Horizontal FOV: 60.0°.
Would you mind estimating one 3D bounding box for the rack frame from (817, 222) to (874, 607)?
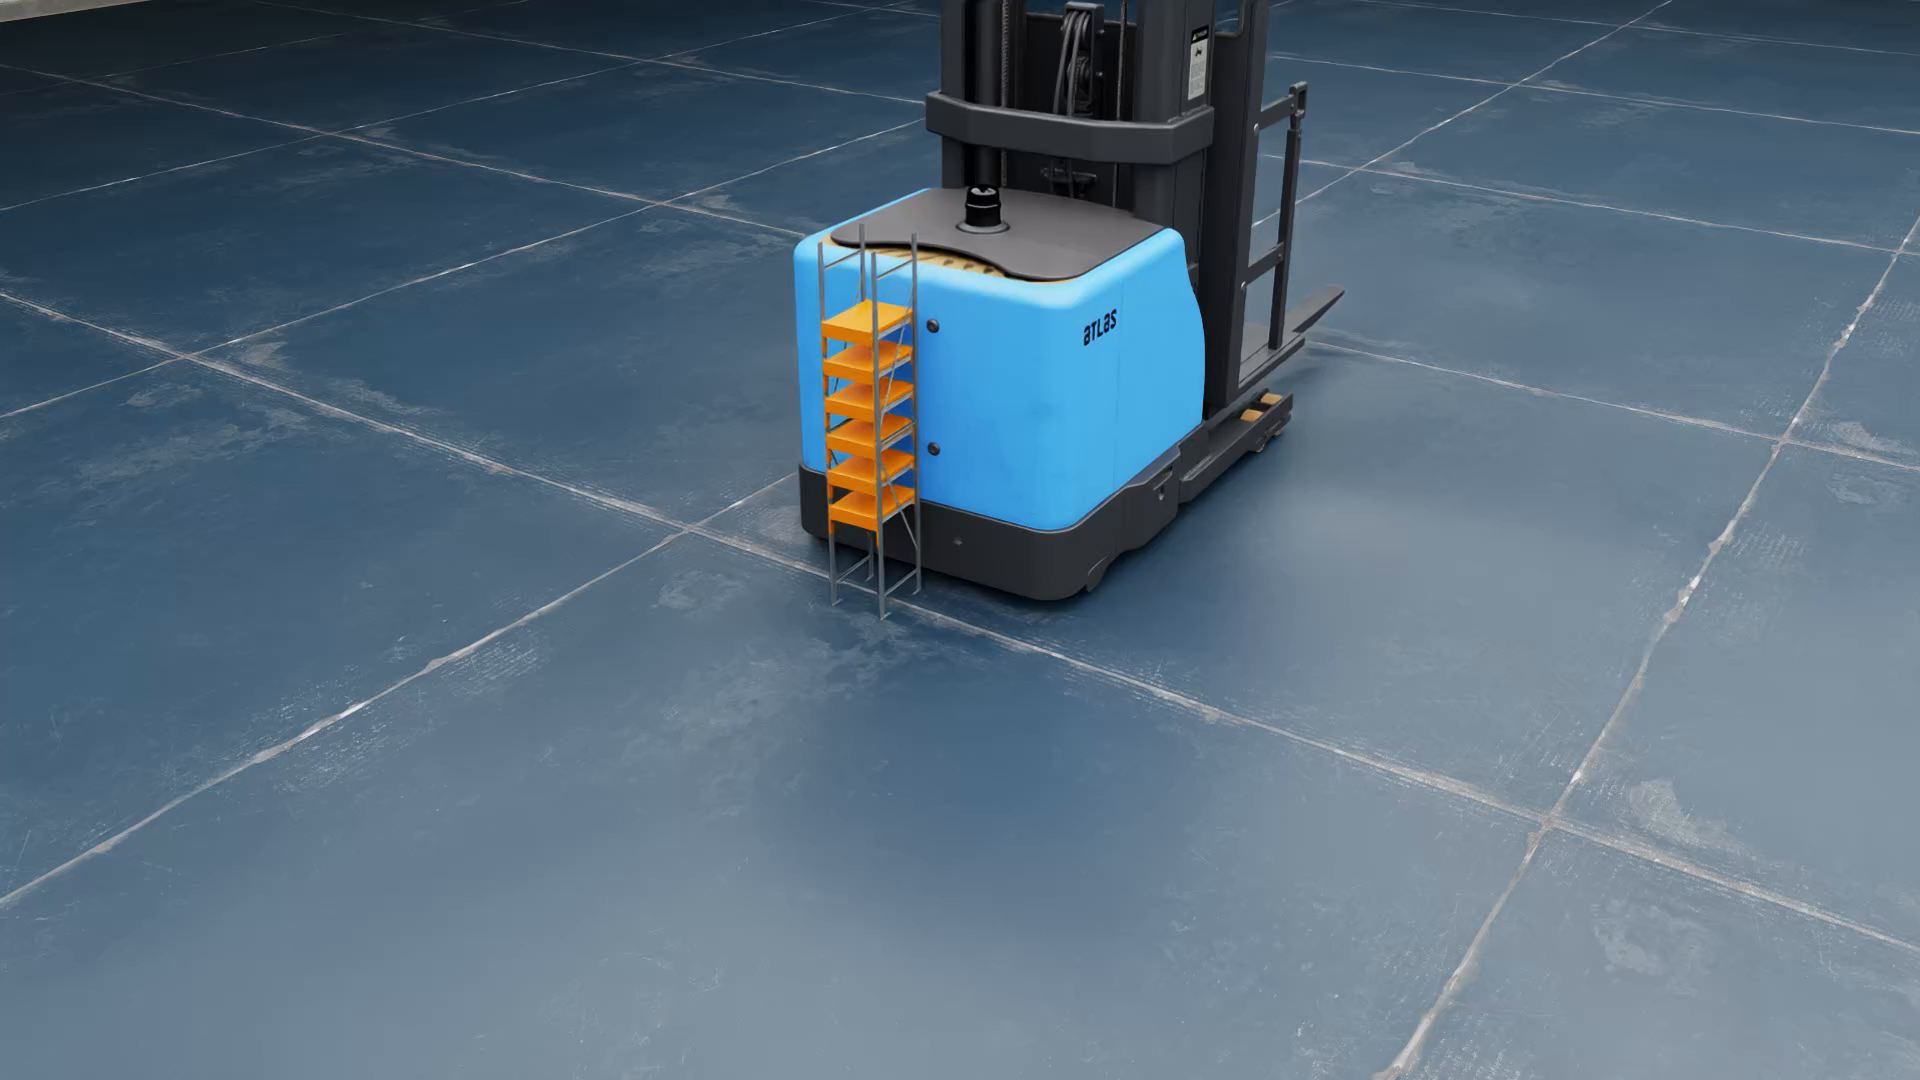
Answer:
[{"bbox_3d":[-0.348,-0.367,5.148,0.006,1.200,0.240,15,30,27],"label":"rack frame"}]

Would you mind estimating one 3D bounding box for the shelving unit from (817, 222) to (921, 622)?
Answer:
[{"bbox_3d":[-0.269,-0.346,5.107,0.189,1.200,0.258,15,30,27],"label":"shelving unit"}]

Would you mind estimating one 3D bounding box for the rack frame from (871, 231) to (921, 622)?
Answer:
[{"bbox_3d":[-0.190,-0.325,5.066,0.006,1.200,0.240,15,30,27],"label":"rack frame"}]

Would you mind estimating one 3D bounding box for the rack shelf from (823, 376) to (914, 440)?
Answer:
[{"bbox_3d":[-0.269,-0.413,5.073,0.180,0.103,0.258,15,30,27],"label":"rack shelf"}]

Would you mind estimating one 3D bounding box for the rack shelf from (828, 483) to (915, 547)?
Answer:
[{"bbox_3d":[-0.269,-0.092,5.236,0.180,0.103,0.258,15,30,27],"label":"rack shelf"}]

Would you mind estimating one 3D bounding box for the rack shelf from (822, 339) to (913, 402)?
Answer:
[{"bbox_3d":[-0.269,-0.520,5.018,0.180,0.103,0.258,15,30,27],"label":"rack shelf"}]

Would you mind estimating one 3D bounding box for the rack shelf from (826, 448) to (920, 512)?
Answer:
[{"bbox_3d":[-0.269,-0.199,5.181,0.180,0.103,0.258,15,30,27],"label":"rack shelf"}]

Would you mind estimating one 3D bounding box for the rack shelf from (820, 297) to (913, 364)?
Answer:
[{"bbox_3d":[-0.269,-0.627,4.964,0.180,0.103,0.258,15,30,27],"label":"rack shelf"}]

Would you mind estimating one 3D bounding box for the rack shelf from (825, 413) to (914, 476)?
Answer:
[{"bbox_3d":[-0.269,-0.306,5.127,0.180,0.103,0.258,15,30,27],"label":"rack shelf"}]

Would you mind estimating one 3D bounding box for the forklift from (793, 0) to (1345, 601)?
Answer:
[{"bbox_3d":[0.657,-1.743,5.942,1.130,2.935,3.031,16,31,28],"label":"forklift"}]
